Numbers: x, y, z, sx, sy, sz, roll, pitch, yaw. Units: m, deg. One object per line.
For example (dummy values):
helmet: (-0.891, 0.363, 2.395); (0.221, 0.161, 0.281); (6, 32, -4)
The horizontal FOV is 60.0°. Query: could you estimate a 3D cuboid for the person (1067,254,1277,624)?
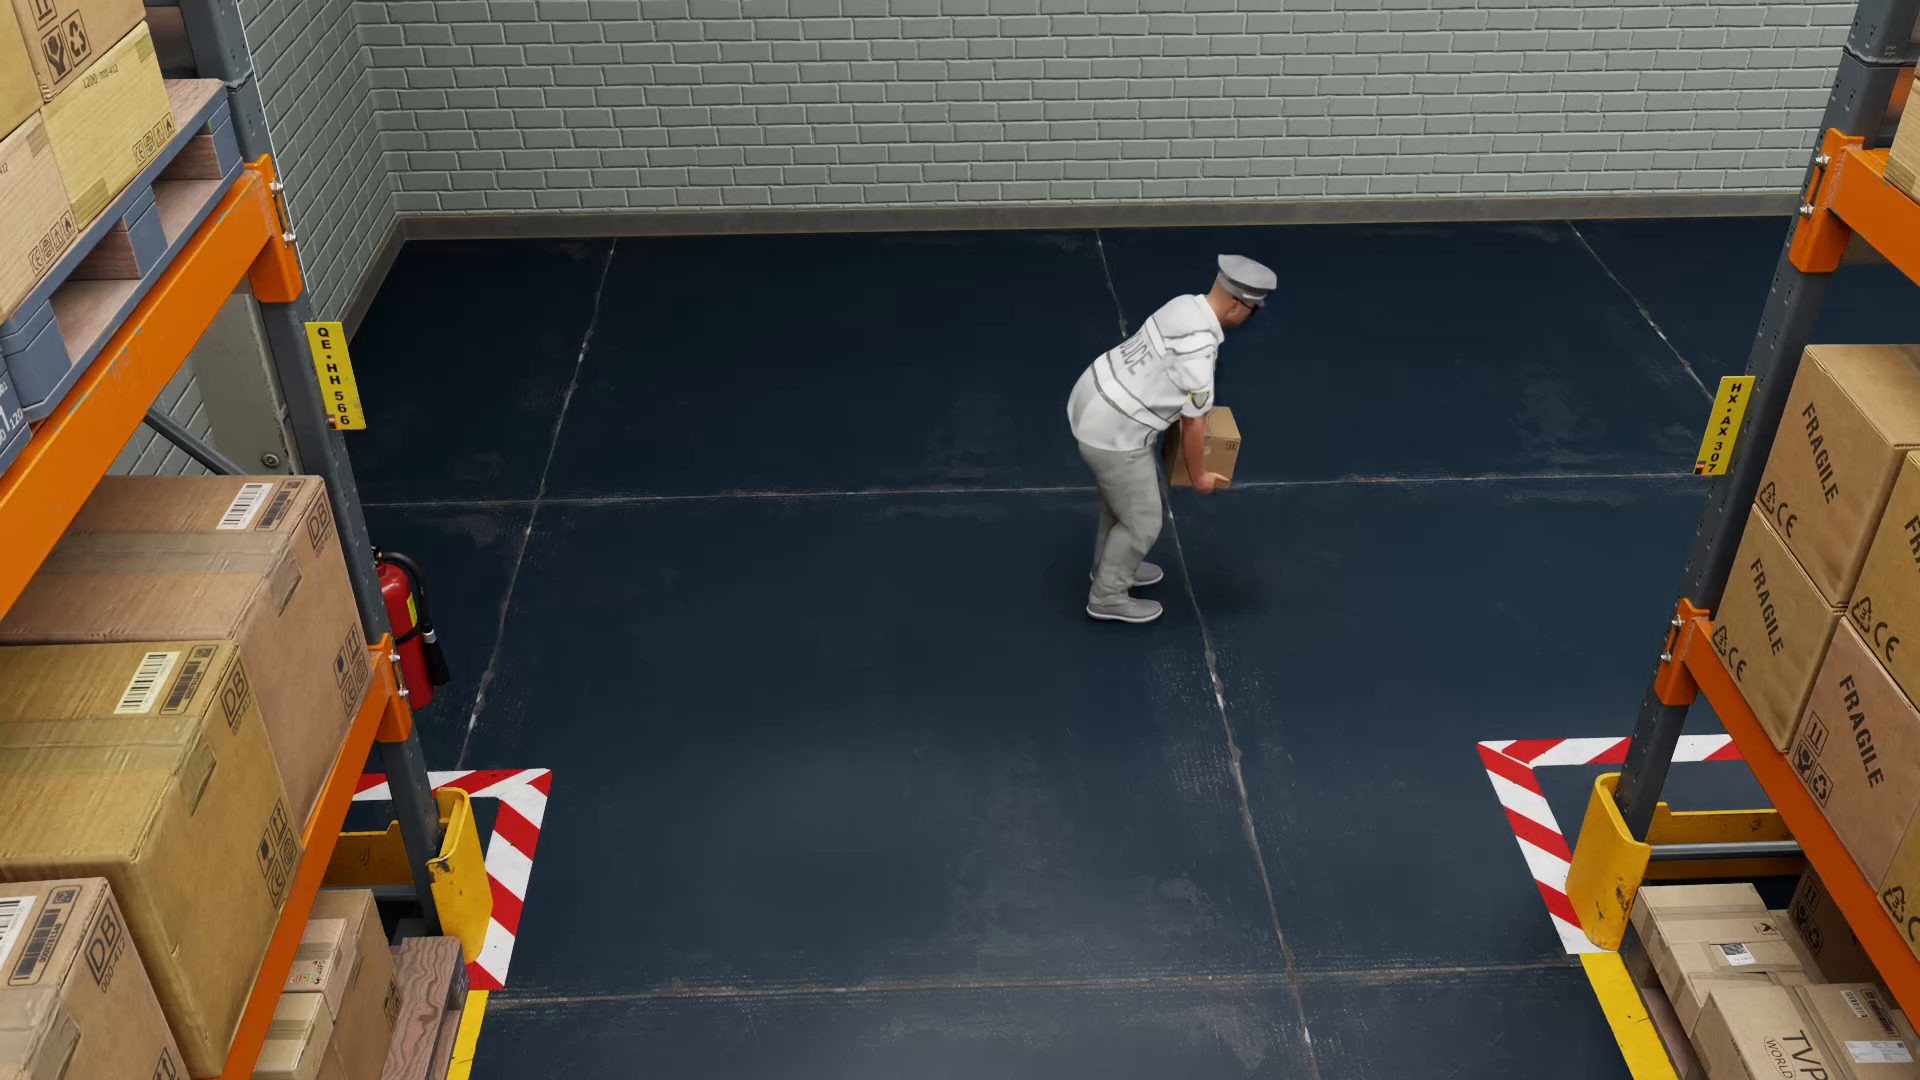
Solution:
person: (0.839, -0.413, 6.876); (0.793, 1.591, 0.477); (-2, 35, -3)
